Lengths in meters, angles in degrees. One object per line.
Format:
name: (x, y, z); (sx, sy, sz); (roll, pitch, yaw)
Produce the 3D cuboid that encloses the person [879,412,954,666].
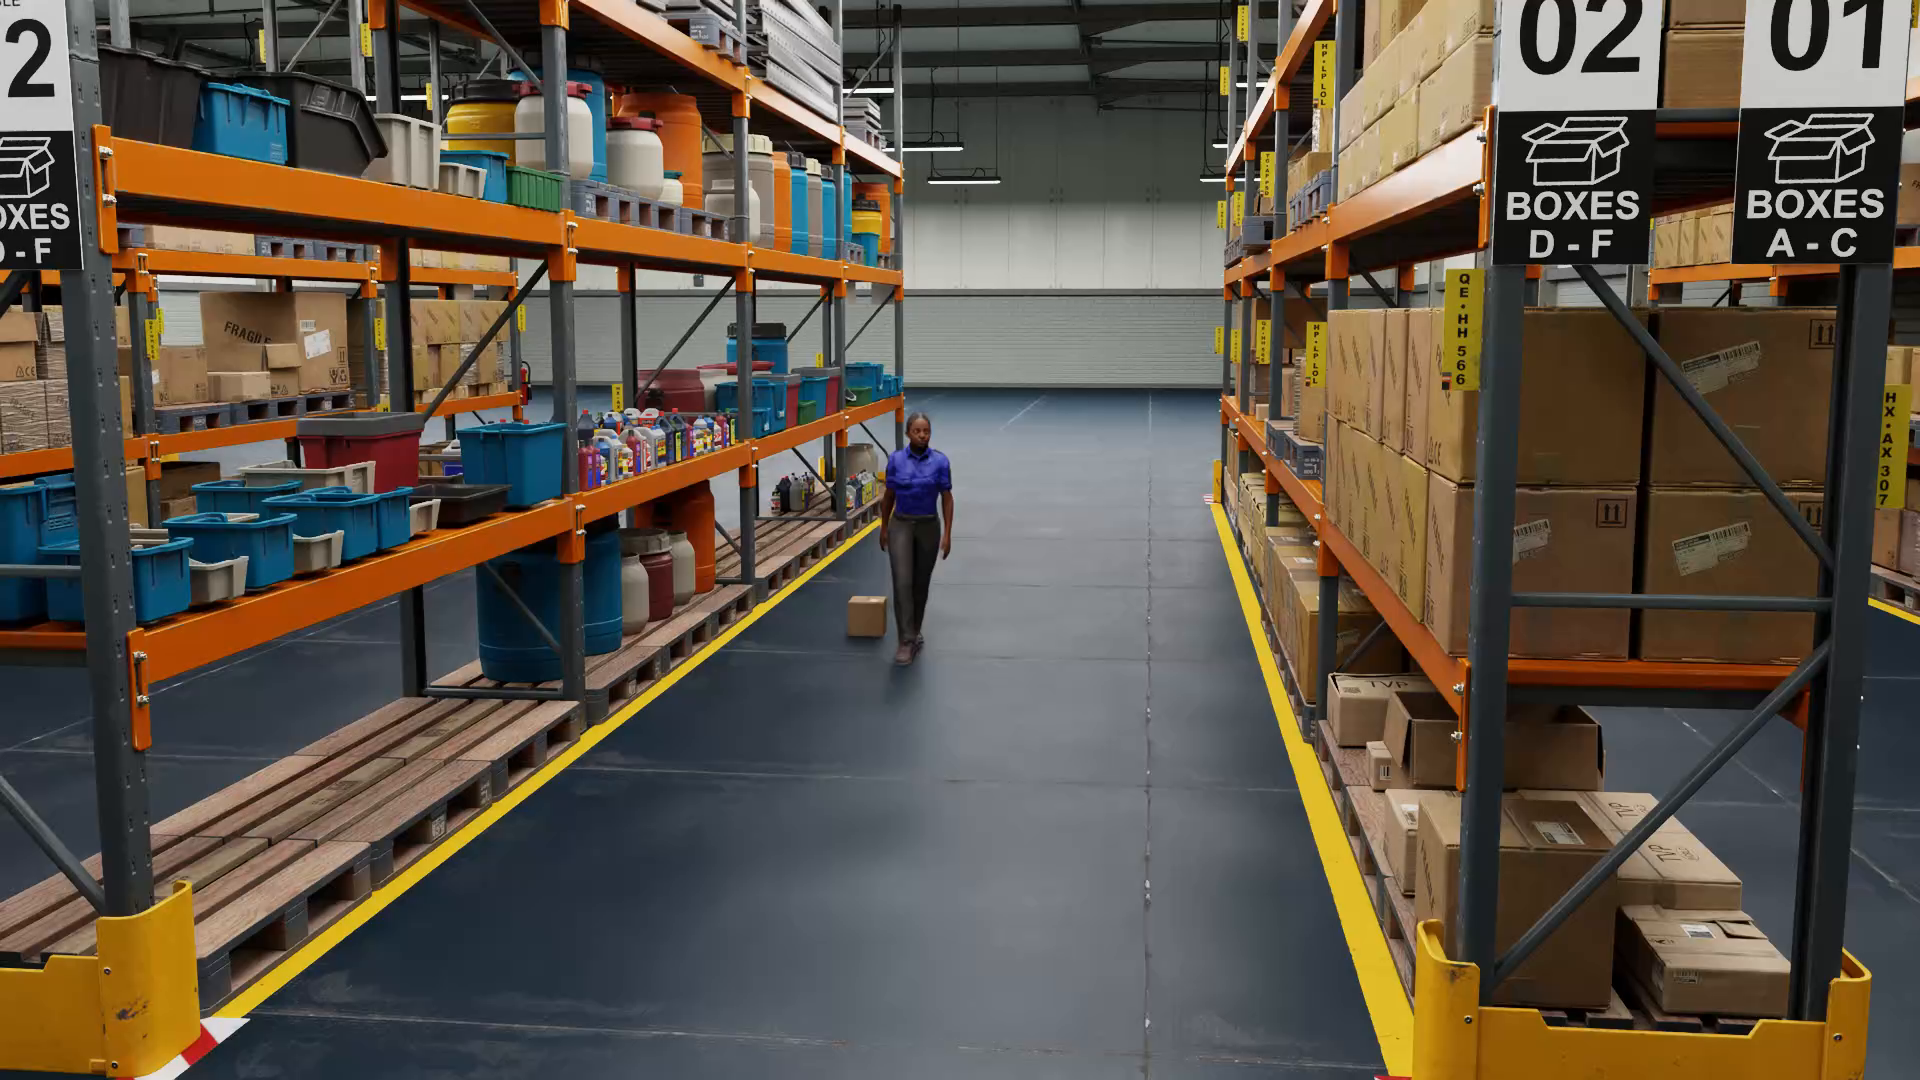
person: (-0.283, -0.044, 11.147); (0.476, 1.631, 0.846); (-1, 8, -9)
